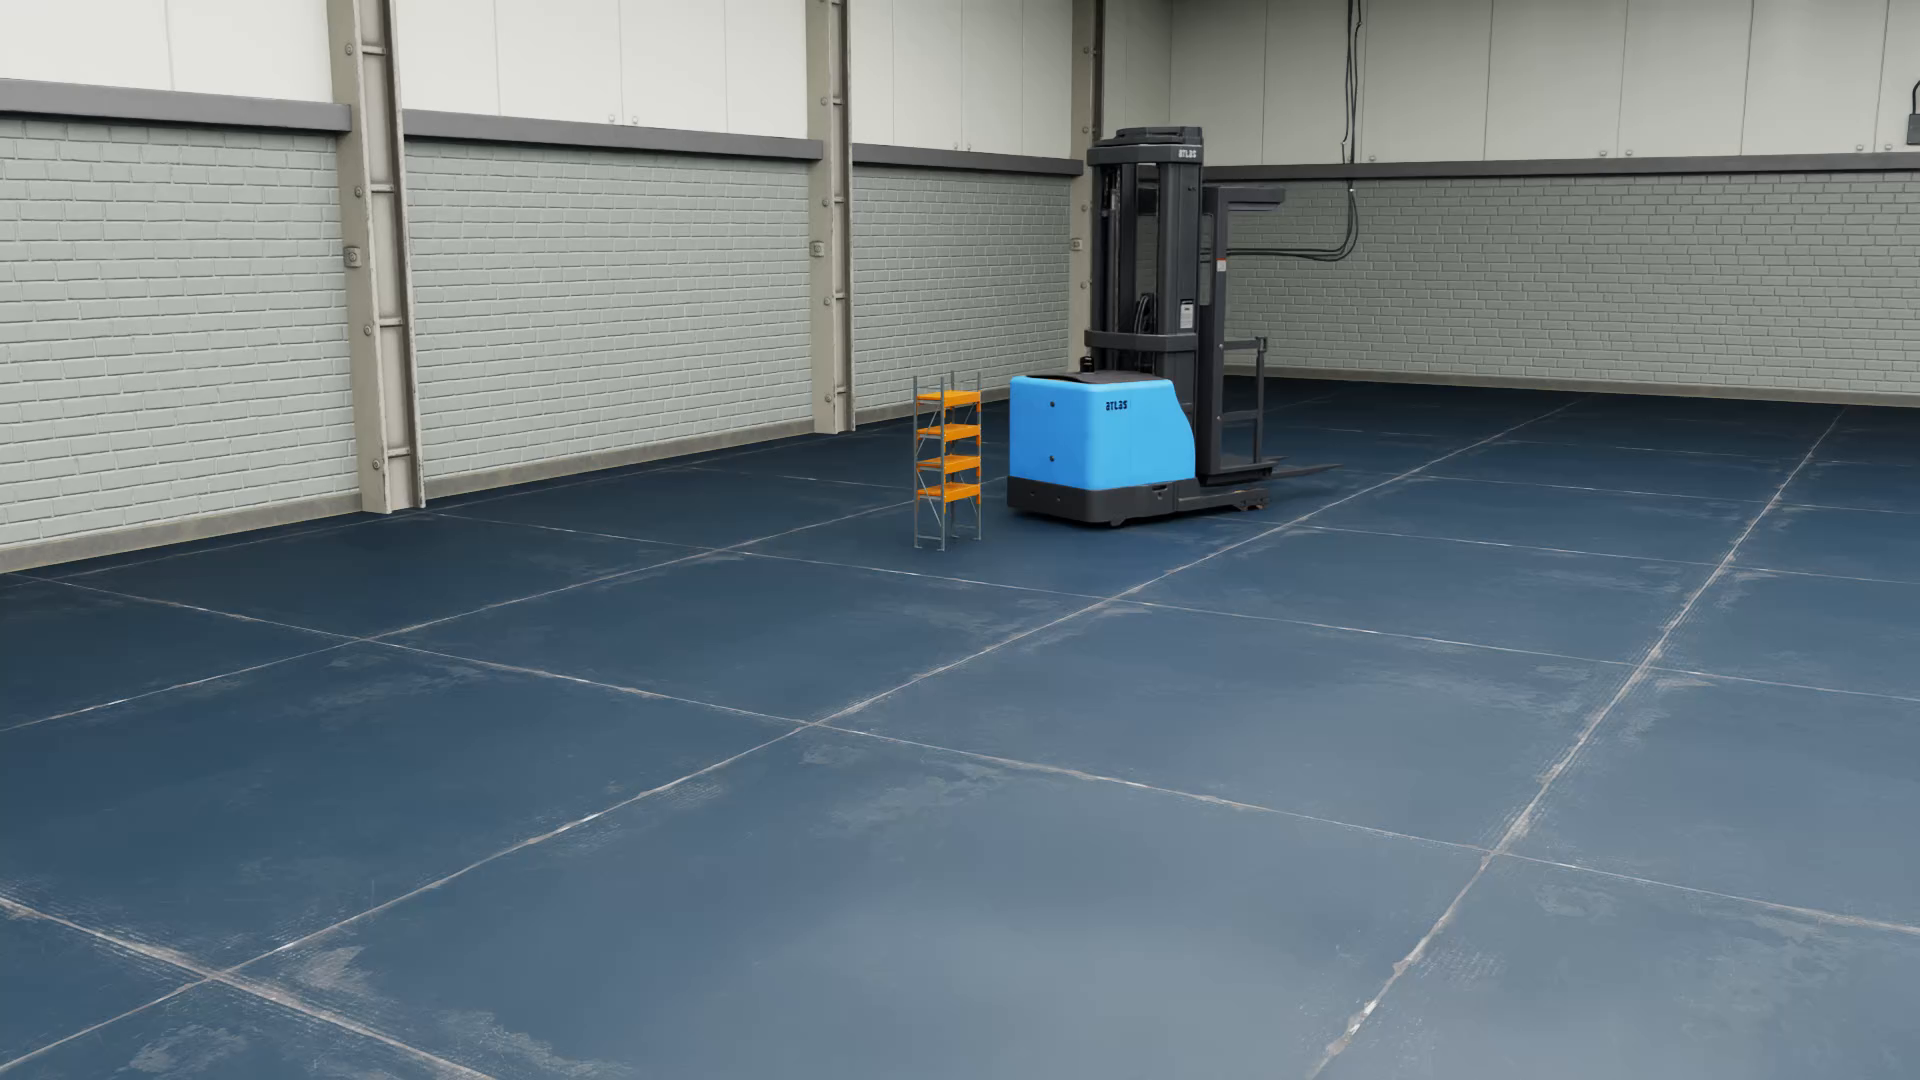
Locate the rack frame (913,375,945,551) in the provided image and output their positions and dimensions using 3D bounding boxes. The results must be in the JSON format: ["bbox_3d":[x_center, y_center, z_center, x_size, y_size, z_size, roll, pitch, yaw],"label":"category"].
[{"bbox_3d":[-0.213,-0.525,11.414,0.240,1.200,0.015,6,12,31],"label":"rack frame"}]

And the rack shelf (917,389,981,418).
[{"bbox_3d":[-0.086,-0.950,11.547,0.258,0.148,0.480,6,12,31],"label":"rack shelf"}]

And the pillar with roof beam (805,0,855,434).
[{"bbox_3d":[2.296,-5.205,15.216,9.100,9.000,0.400,6,12,31],"label":"pillar with roof beam"}]

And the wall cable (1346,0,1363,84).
[{"bbox_3d":[6.703,-7.595,22.694,3.097,2.526,0.112,6,12,31],"label":"wall cable"}]

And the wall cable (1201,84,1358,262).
[{"bbox_3d":[4.391,-5.371,24.539,3.097,2.526,0.112,6,12,31],"label":"wall cable"}]

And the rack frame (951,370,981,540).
[{"bbox_3d":[0.041,-0.602,11.824,0.240,1.200,0.015,6,12,31],"label":"rack frame"}]

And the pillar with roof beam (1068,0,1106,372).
[{"bbox_3d":[5.411,-6.149,20.257,9.100,9.000,0.400,6,12,31],"label":"pillar with roof beam"}]

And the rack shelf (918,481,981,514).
[{"bbox_3d":[-0.086,-0.302,11.668,0.258,0.148,0.480,6,12,31],"label":"rack shelf"}]

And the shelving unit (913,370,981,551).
[{"bbox_3d":[-0.086,-0.564,11.619,0.258,1.200,0.503,6,12,31],"label":"shelving unit"}]

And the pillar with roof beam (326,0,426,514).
[{"bbox_3d":[-0.819,-4.261,10.176,9.100,9.000,0.400,6,12,31],"label":"pillar with roof beam"}]

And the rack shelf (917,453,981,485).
[{"bbox_3d":[-0.086,-0.498,11.632,0.258,0.148,0.480,6,12,31],"label":"rack shelf"}]

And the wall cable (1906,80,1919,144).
[{"bbox_3d":[12.497,-7.659,19.083,2.305,6.003,0.169,6,12,31],"label":"wall cable"}]

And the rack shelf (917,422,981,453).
[{"bbox_3d":[-0.086,-0.717,11.590,0.258,0.148,0.480,6,12,31],"label":"rack shelf"}]

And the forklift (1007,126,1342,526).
[{"bbox_3d":[1.839,-1.736,13.174,3.031,2.935,1.130,-8,13,-37],"label":"forklift"}]
